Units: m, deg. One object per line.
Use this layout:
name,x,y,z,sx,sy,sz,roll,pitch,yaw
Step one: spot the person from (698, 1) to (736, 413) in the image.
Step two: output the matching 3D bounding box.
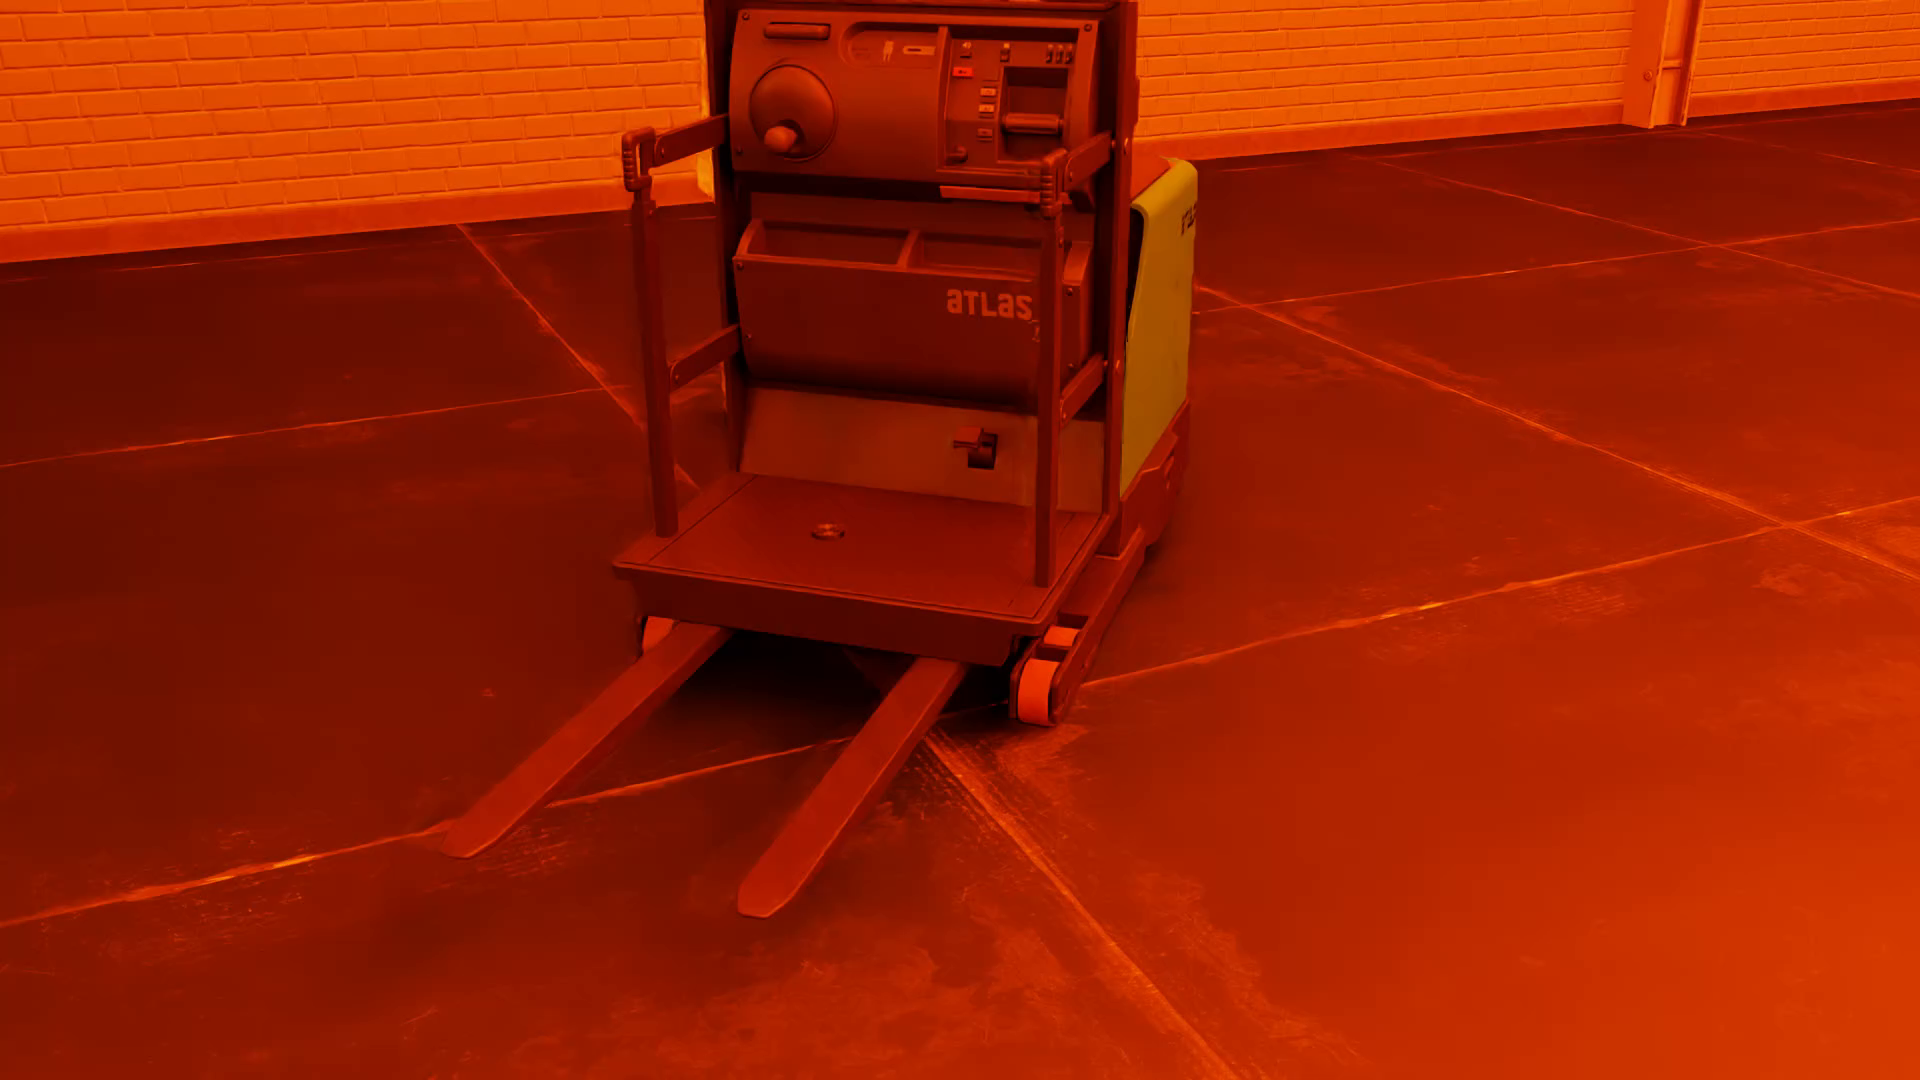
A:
person,-0.667,-1.214,5.651,0.400,1.748,0.810,-10,25,-23

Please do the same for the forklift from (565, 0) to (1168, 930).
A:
forklift,-0.109,-1.066,3.852,1.130,2.935,3.031,4,23,10
